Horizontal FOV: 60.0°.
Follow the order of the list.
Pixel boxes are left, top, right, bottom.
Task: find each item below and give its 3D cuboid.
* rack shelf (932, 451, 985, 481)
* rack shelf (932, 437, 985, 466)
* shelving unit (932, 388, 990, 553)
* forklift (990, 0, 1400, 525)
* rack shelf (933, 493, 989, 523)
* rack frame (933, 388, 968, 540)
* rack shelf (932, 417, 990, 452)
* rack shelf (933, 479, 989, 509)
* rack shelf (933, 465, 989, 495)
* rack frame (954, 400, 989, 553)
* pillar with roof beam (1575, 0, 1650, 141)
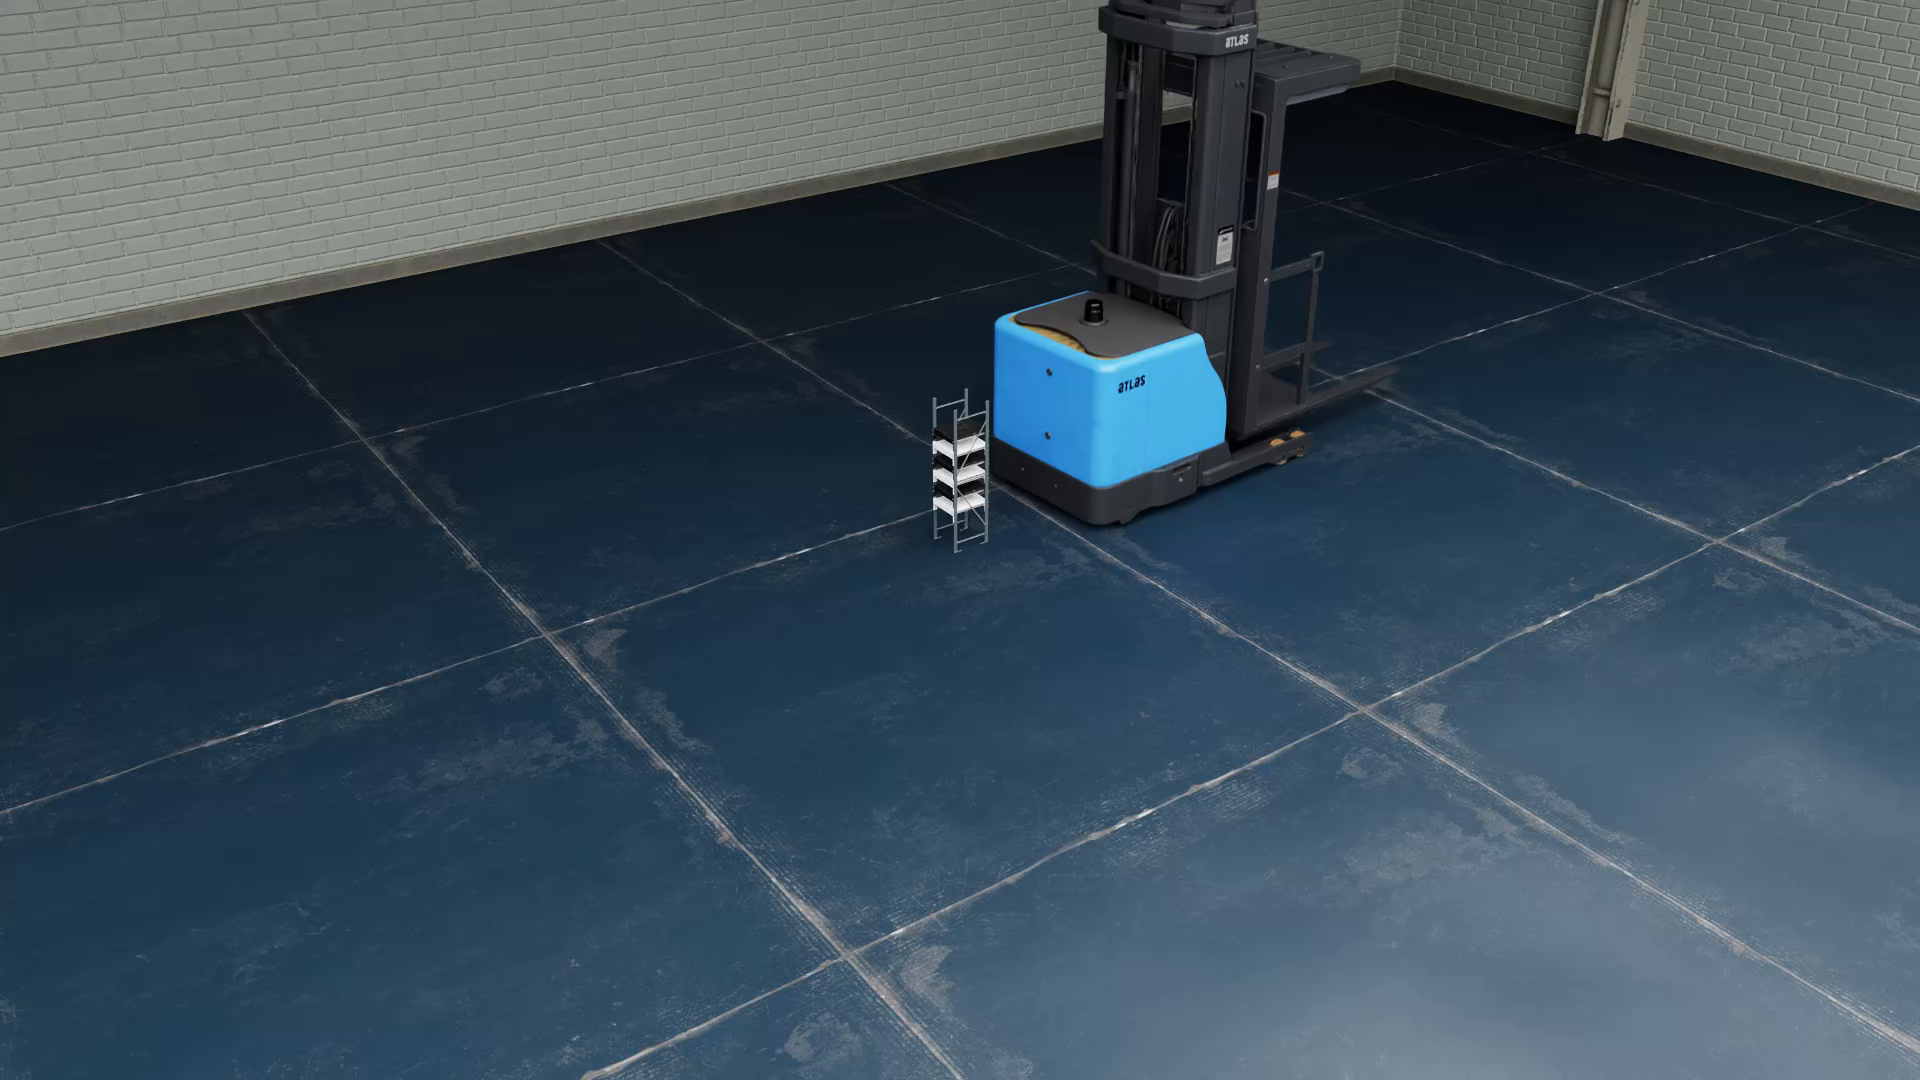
[{"bbox_3d":[0.005,-0.442,9.502,0.258,0.077,0.200,-19,34,-31],"label":"rack shelf"},{"bbox_3d":[0.005,-0.521,9.459,0.258,0.077,0.200,-19,34,-31],"label":"rack shelf"},{"bbox_3d":[0.005,-0.392,9.529,0.258,0.900,0.210,-19,34,-31],"label":"shelving unit"},{"bbox_3d":[1.653,-1.942,10.255,3.031,2.935,1.130,-21,35,-34],"label":"forklift"},{"bbox_3d":[0.005,-0.205,9.631,0.258,0.077,0.200,-19,34,-31],"label":"rack shelf"},{"bbox_3d":[-0.054,-0.432,9.602,0.240,0.900,0.006,-19,34,-31],"label":"rack frame"},{"bbox_3d":[0.005,-0.600,9.416,0.258,0.077,0.200,-19,34,-31],"label":"rack shelf"},{"bbox_3d":[0.005,-0.284,9.588,0.258,0.077,0.200,-19,34,-31],"label":"rack shelf"},{"bbox_3d":[0.005,-0.363,9.545,0.258,0.077,0.200,-19,34,-31],"label":"rack shelf"},{"bbox_3d":[0.064,-0.353,9.457,0.240,0.900,0.006,-19,34,-31],"label":"rack frame"},{"bbox_3d":[3.294,-7.073,13.345,9.100,9.000,0.400,-19,34,-31],"label":"pillar with roof beam"}]
